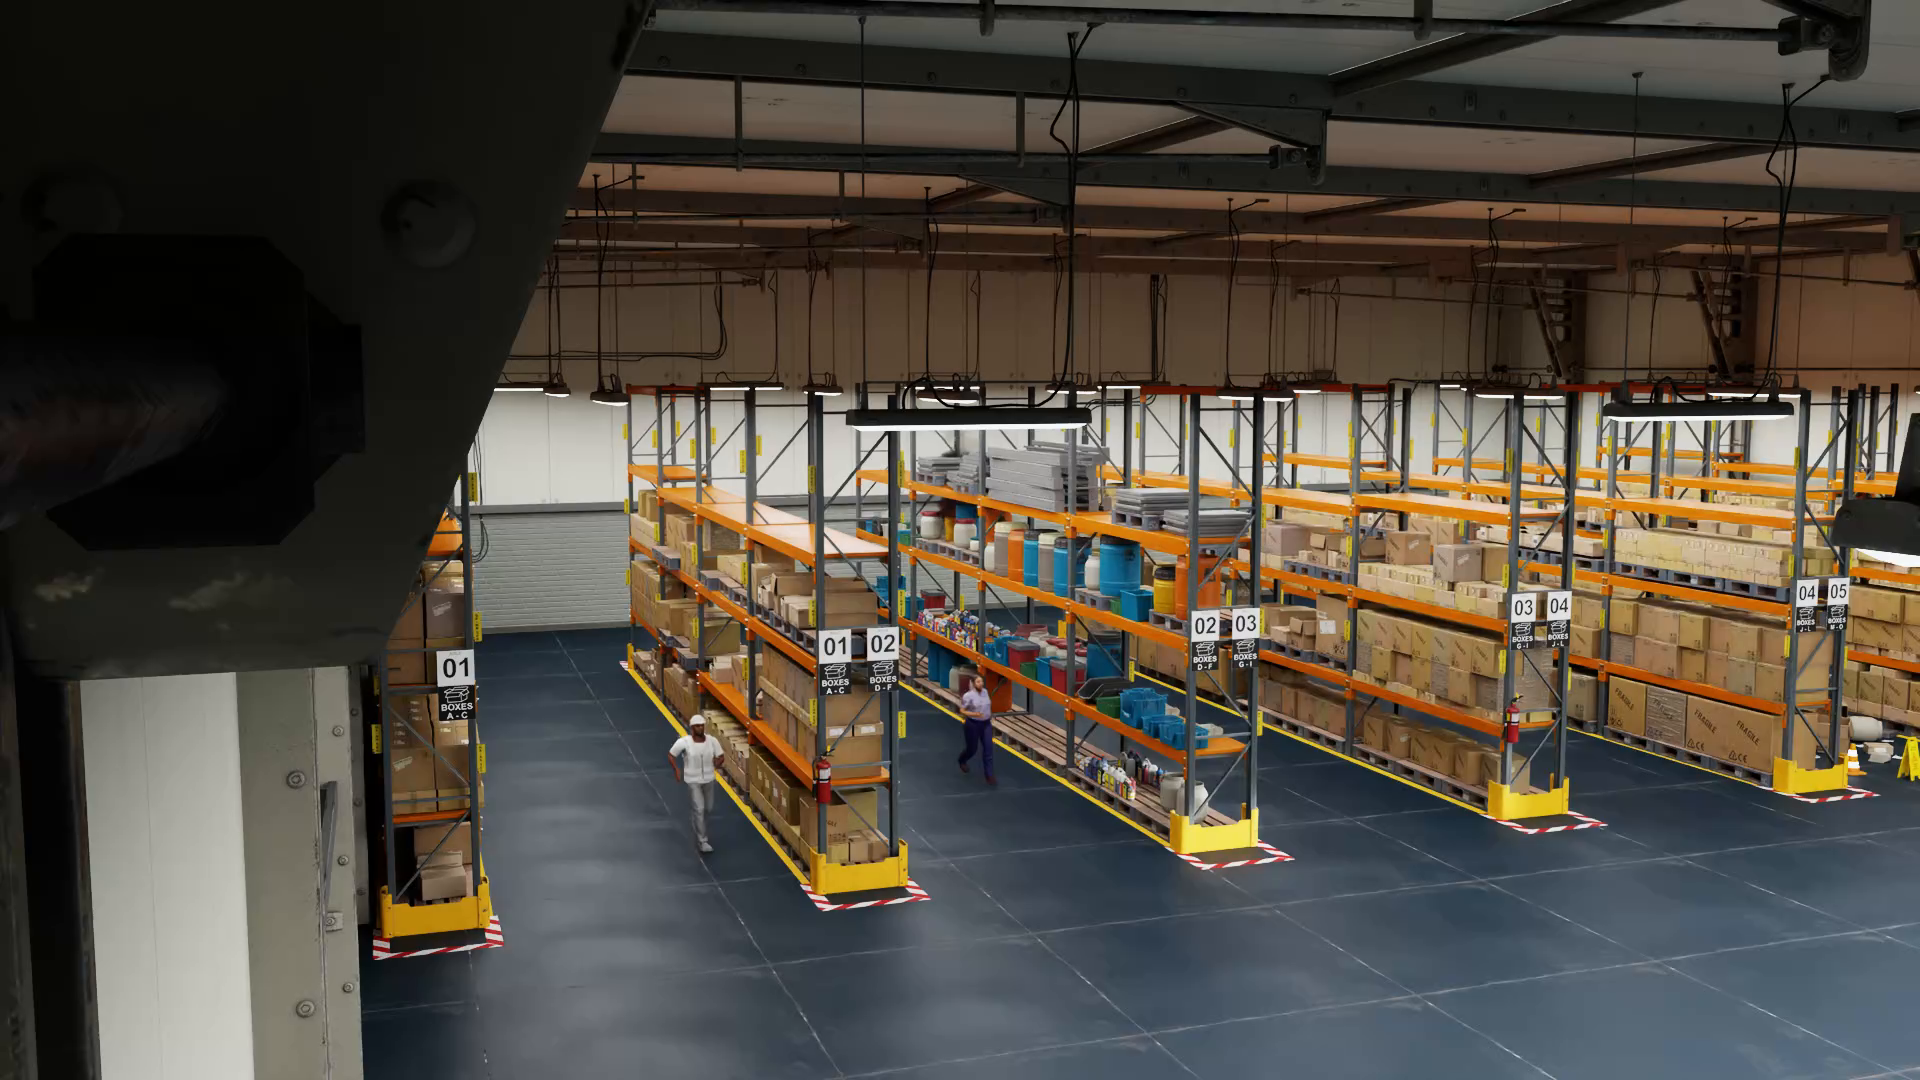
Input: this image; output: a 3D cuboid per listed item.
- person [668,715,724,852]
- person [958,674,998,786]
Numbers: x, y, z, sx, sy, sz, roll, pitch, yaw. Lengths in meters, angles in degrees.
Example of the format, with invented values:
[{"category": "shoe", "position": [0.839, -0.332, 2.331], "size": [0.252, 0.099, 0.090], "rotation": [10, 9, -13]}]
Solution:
[{"category": "person", "position": [-3.450, 3.176, 21.997], "size": [0.710, 1.747, 0.963], "rotation": [-3, 7, -30]}, {"category": "person", "position": [0.271, 2.916, 25.476], "size": [0.606, 1.562, 0.924], "rotation": [-3, 7, -29]}]
